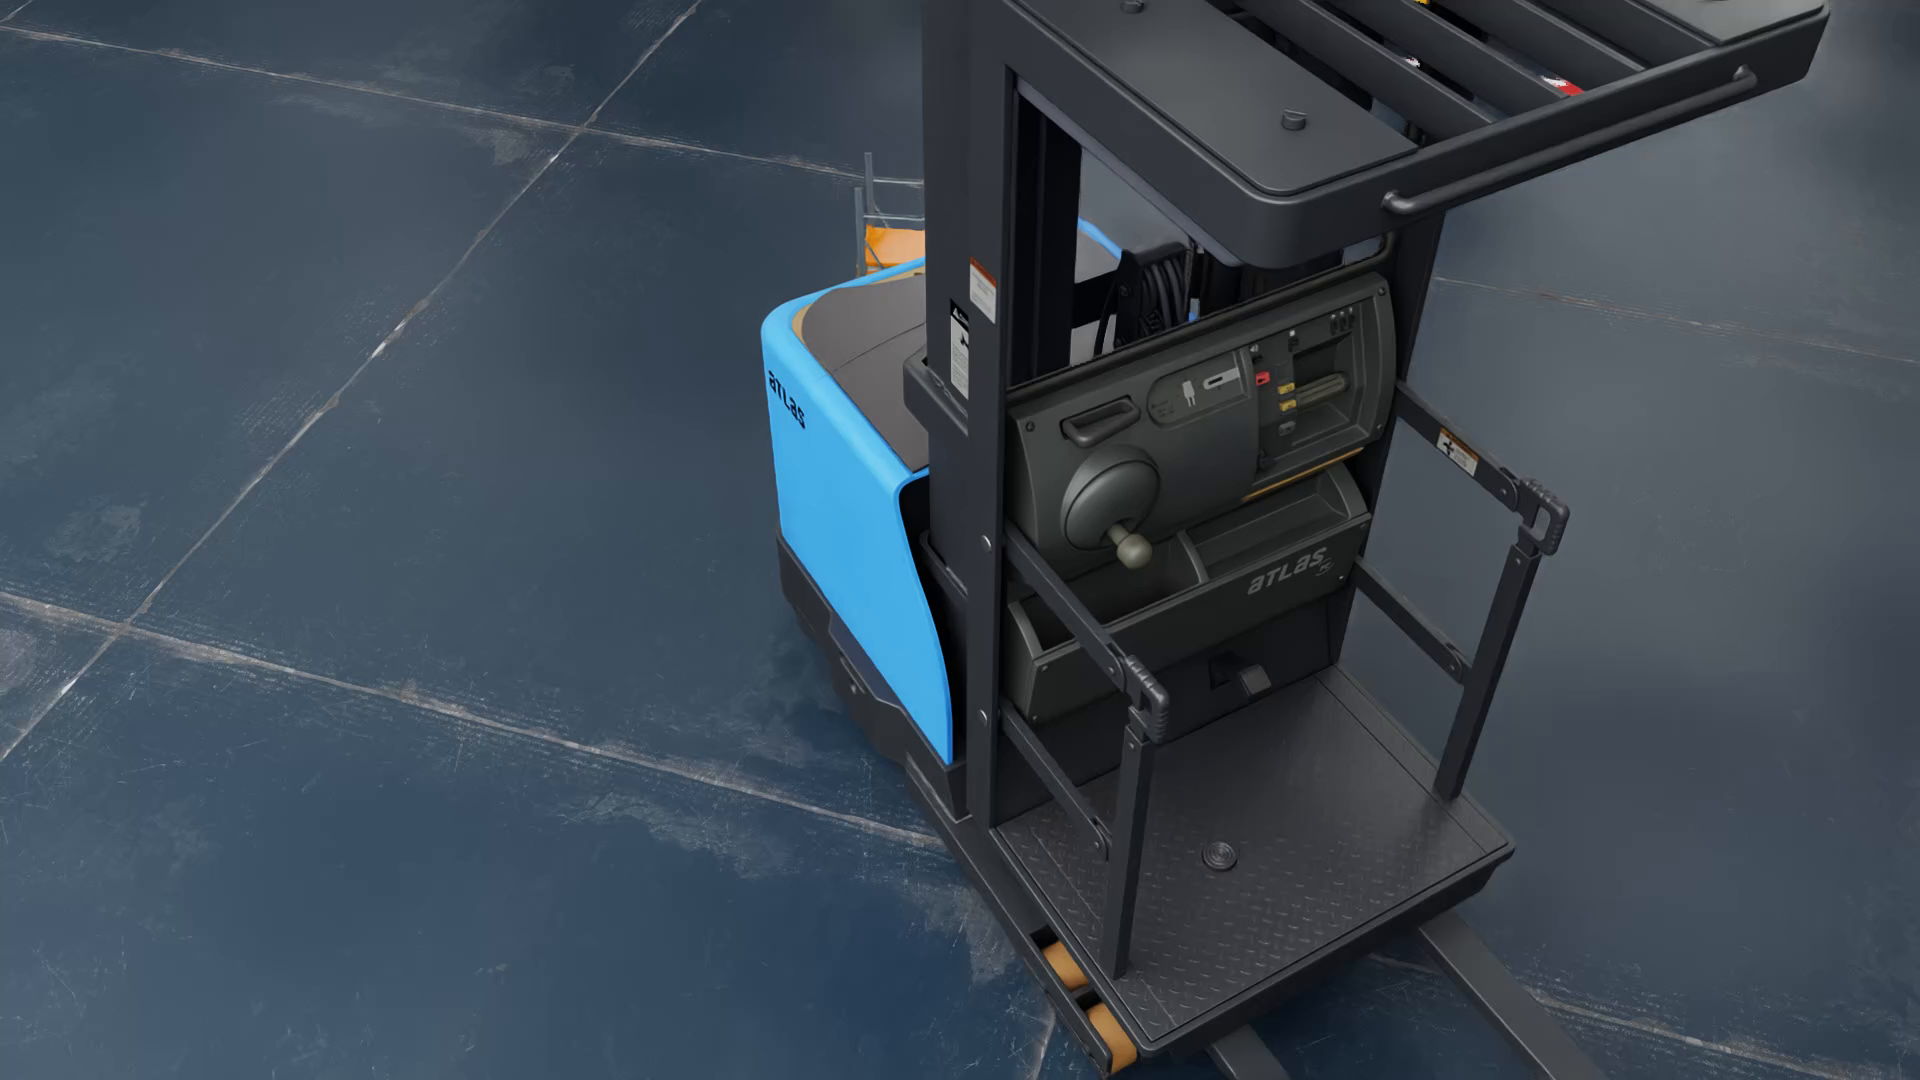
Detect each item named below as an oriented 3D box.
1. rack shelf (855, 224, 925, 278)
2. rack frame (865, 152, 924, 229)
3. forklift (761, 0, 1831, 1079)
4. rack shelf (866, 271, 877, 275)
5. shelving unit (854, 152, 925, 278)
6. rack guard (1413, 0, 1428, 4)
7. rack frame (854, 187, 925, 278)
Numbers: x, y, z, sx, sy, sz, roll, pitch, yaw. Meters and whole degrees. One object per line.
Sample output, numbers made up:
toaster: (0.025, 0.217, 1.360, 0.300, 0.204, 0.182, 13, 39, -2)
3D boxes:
rack shelf: (-0.156, -0.803, 4.760, 0.258, 0.103, 0.180, 4, 44, 5)
rack frame: (-0.146, -0.639, 5.044, 0.240, 1.200, 0.006, 4, 44, 5)
forklift: (0.637, -0.157, 3.315, 1.130, 2.935, 3.031, -22, 49, -21)
rack shelf: (-0.156, -0.717, 4.843, 0.258, 0.103, 0.180, 4, 44, 5)
shelving unit: (-0.156, -0.576, 4.979, 0.258, 1.200, 0.189, 4, 44, 5)
rack guard: (2.408, -2.773, 7.726, 1.175, 0.500, 0.348, 13, 46, 13)
rack frame: (-0.167, -0.513, 4.913, 0.240, 1.200, 0.006, 4, 44, 5)
